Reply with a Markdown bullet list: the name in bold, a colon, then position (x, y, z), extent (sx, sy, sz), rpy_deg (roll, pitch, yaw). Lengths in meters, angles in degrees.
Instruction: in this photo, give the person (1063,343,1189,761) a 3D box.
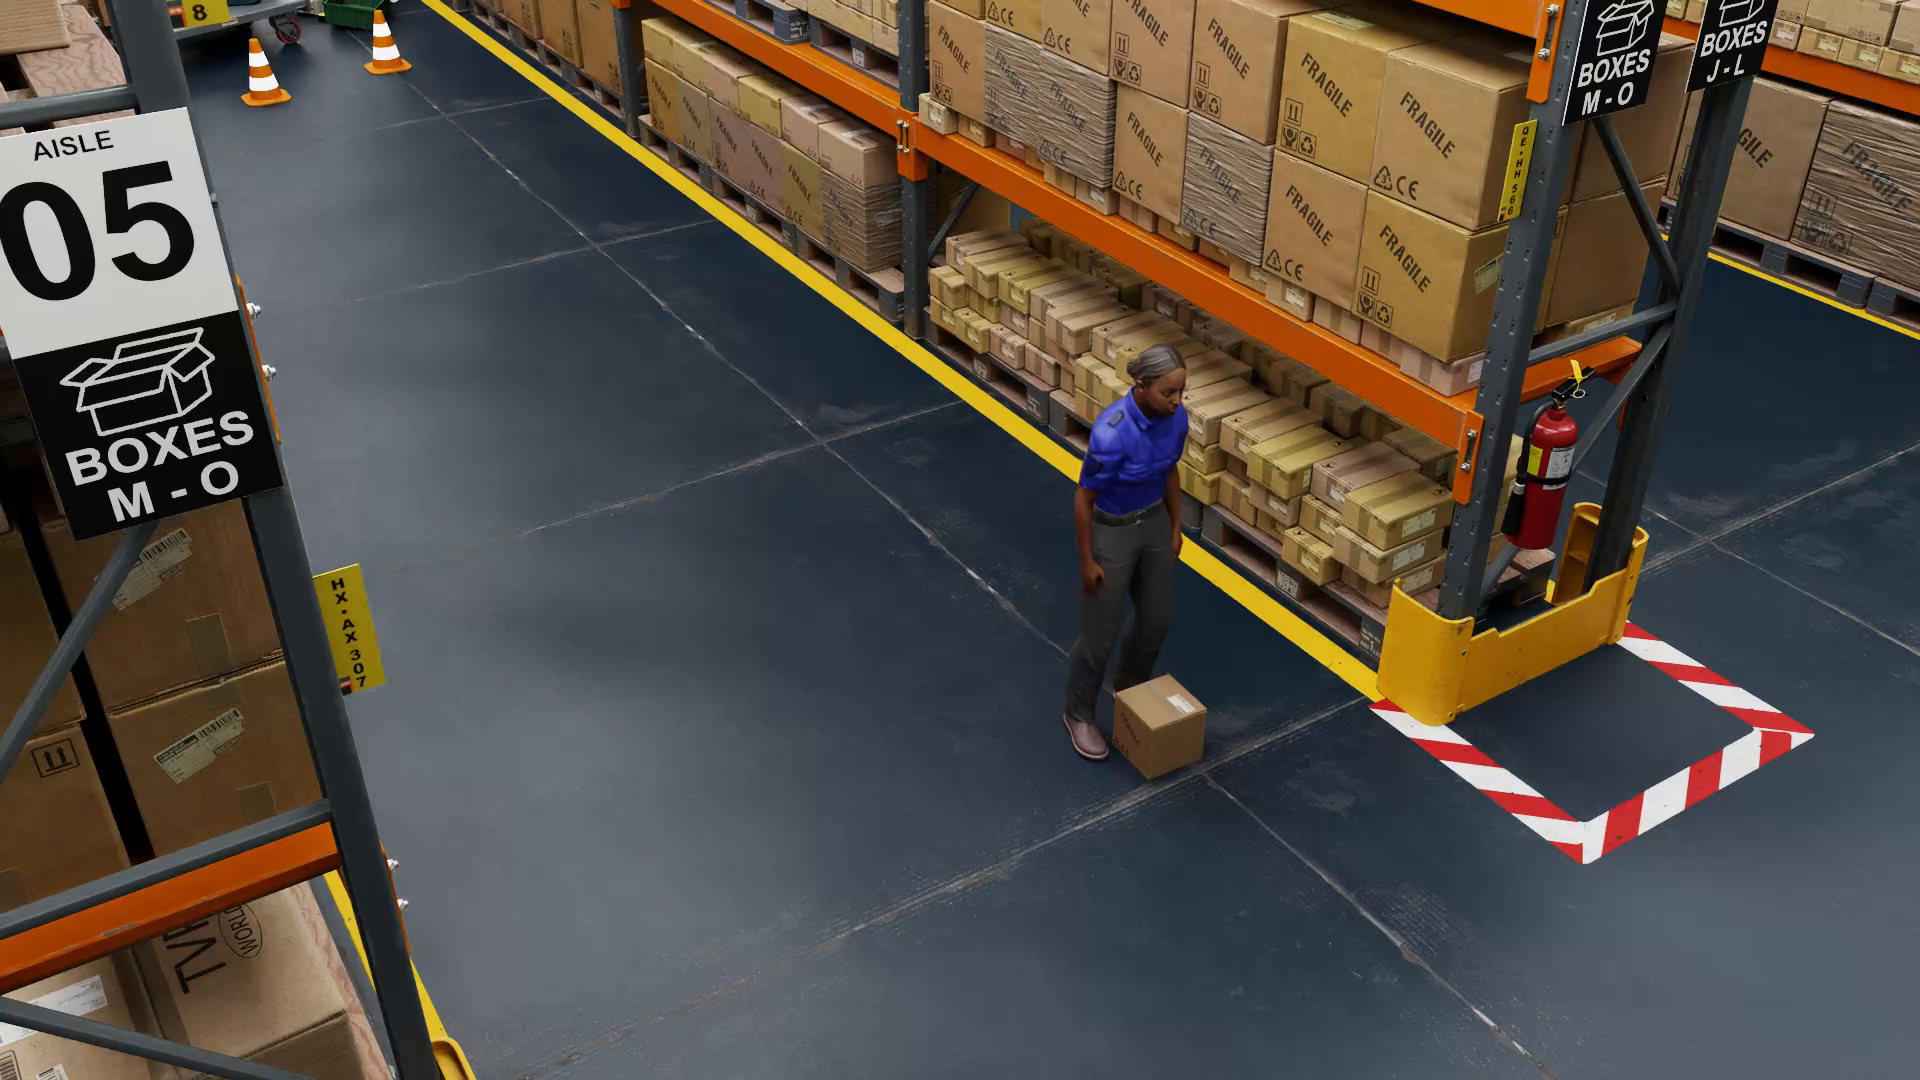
- **person**: position (0.621, 0.015, 6.120), extent (0.521, 1.653, 0.348), rpy_deg (-21, 39, -30)
